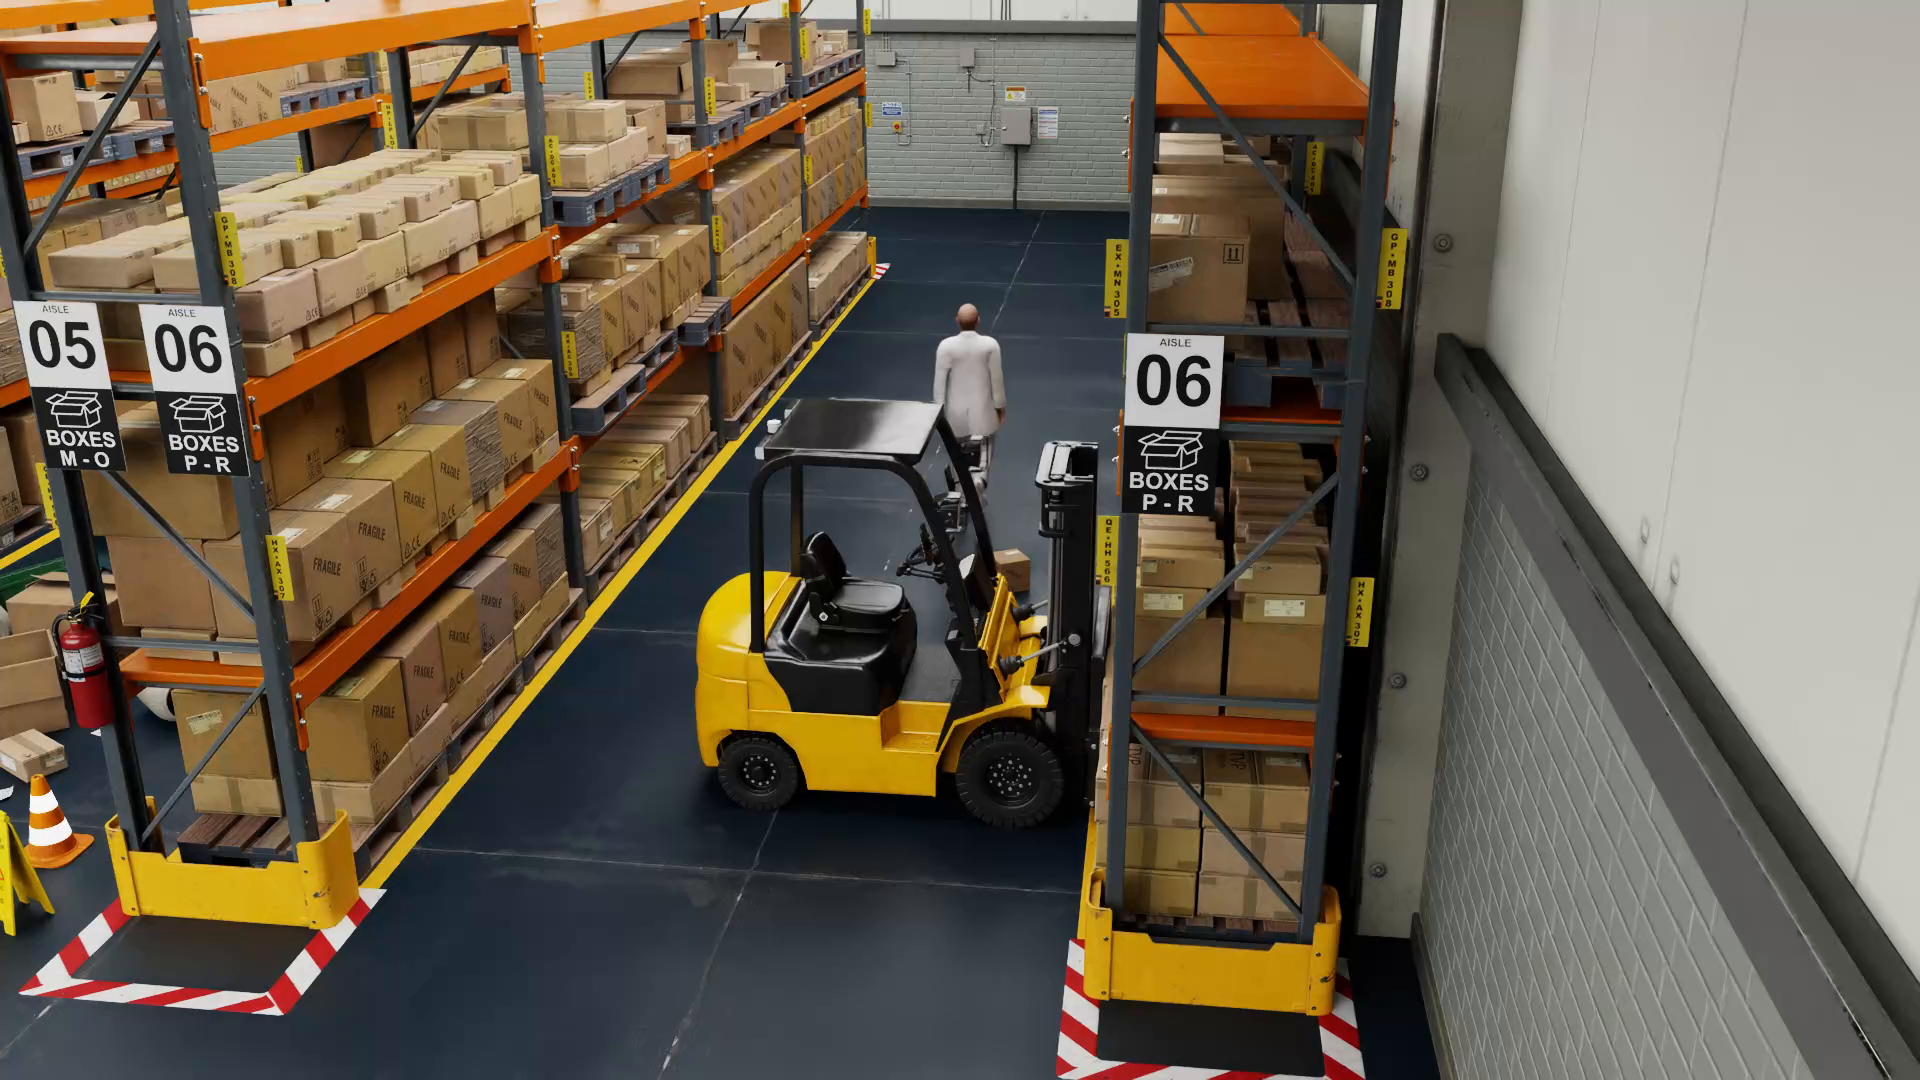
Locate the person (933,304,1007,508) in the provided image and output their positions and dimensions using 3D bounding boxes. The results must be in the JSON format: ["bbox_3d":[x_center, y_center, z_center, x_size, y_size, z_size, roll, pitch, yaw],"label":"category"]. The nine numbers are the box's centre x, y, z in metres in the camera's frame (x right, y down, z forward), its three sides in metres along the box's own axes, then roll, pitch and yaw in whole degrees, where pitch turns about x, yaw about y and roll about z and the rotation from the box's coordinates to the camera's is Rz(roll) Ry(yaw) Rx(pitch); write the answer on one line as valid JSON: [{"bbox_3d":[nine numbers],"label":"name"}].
[{"bbox_3d":[0.083,-1.114,13.946,0.624,1.762,0.635,0,21,0],"label":"person"}]
